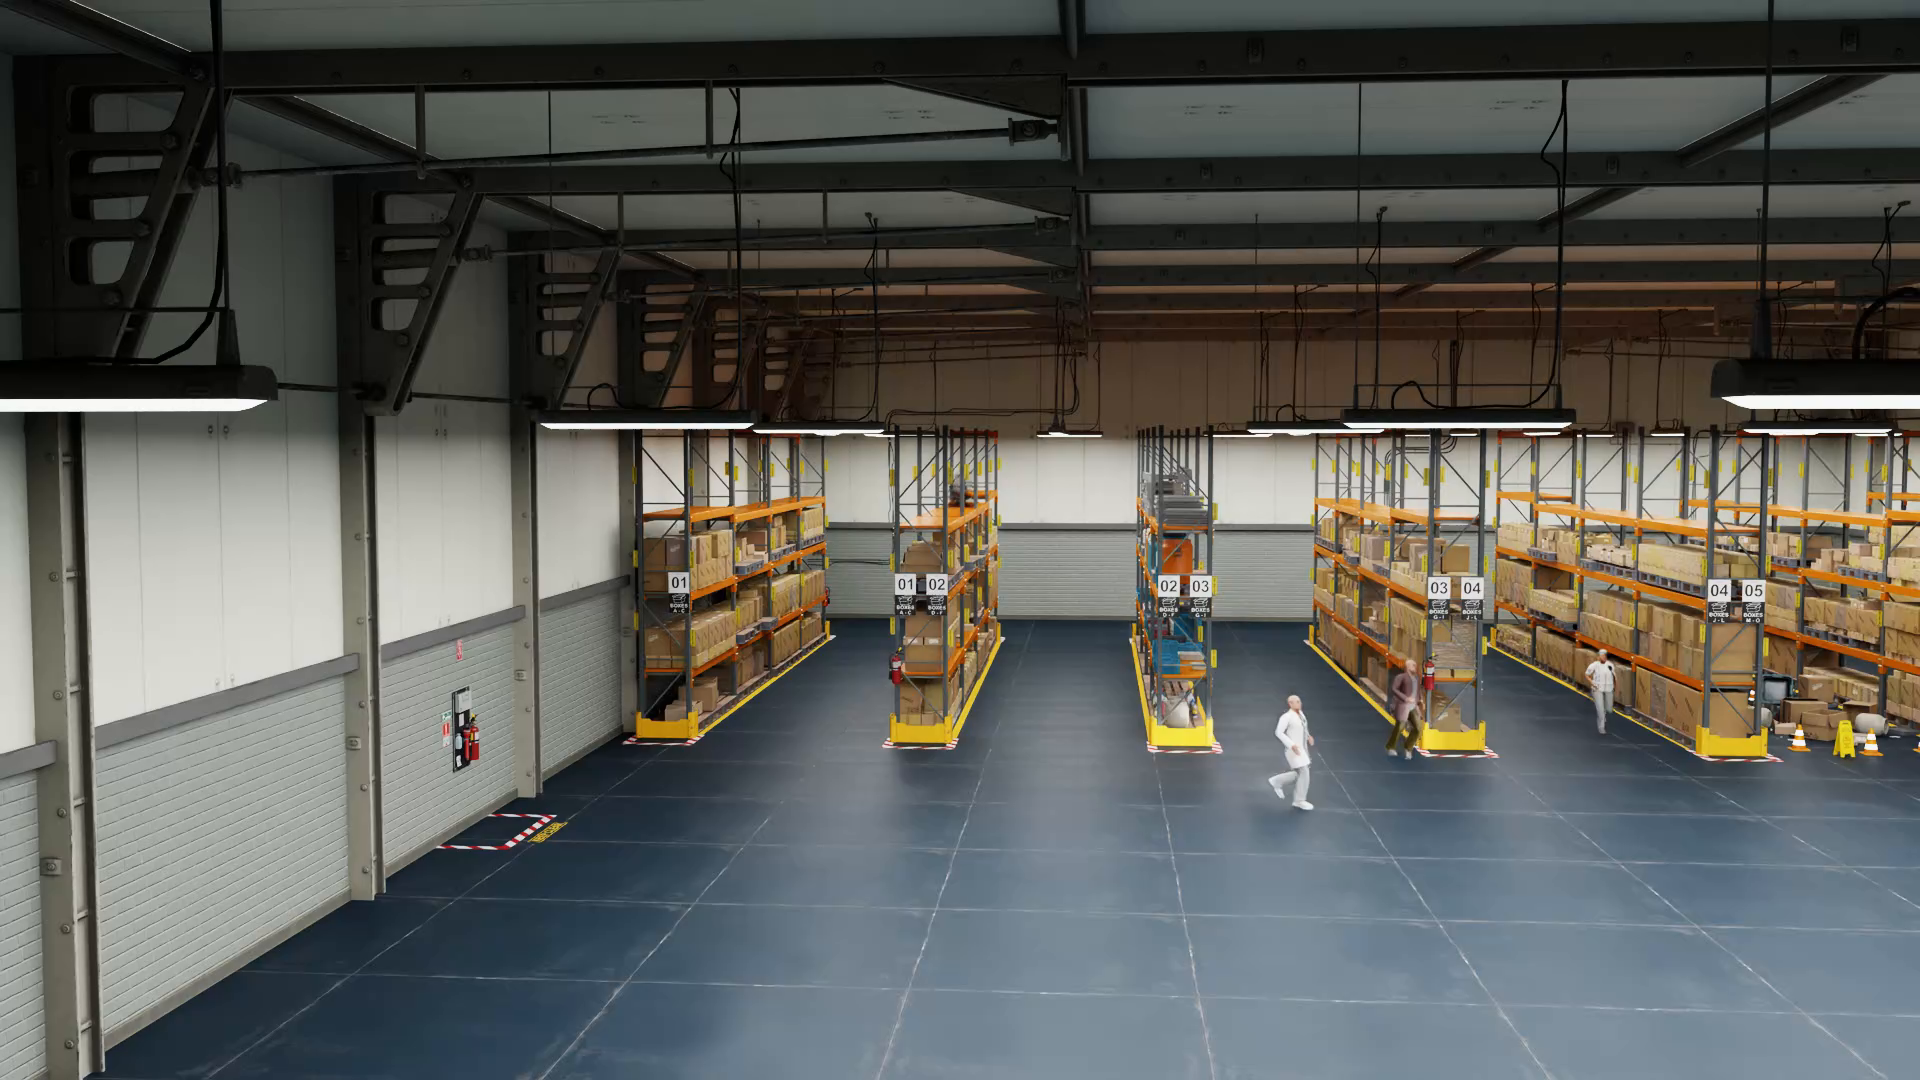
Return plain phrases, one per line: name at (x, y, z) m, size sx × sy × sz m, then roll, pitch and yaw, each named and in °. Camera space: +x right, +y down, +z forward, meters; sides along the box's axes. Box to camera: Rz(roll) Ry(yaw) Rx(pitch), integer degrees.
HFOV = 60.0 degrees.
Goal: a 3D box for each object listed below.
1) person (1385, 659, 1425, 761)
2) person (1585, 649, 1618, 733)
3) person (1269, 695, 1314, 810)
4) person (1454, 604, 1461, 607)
person at (8.076, 3.053, 29.970) m, size 0.779 × 1.805 × 0.688 m, roll -2°, pitch 4°, yaw -24°
person at (12.616, 2.958, 32.708) m, size 0.608 × 1.632 × 0.570 m, roll 0°, pitch 3°, yaw 4°
person at (5.190, 3.295, 25.976) m, size 0.760 × 1.763 × 0.706 m, roll 2°, pitch 4°, yaw 34°
person at (13.539, 2.116, 45.896) m, size 0.752 × 1.703 × 0.725 m, roll 2°, pitch 4°, yaw 25°
